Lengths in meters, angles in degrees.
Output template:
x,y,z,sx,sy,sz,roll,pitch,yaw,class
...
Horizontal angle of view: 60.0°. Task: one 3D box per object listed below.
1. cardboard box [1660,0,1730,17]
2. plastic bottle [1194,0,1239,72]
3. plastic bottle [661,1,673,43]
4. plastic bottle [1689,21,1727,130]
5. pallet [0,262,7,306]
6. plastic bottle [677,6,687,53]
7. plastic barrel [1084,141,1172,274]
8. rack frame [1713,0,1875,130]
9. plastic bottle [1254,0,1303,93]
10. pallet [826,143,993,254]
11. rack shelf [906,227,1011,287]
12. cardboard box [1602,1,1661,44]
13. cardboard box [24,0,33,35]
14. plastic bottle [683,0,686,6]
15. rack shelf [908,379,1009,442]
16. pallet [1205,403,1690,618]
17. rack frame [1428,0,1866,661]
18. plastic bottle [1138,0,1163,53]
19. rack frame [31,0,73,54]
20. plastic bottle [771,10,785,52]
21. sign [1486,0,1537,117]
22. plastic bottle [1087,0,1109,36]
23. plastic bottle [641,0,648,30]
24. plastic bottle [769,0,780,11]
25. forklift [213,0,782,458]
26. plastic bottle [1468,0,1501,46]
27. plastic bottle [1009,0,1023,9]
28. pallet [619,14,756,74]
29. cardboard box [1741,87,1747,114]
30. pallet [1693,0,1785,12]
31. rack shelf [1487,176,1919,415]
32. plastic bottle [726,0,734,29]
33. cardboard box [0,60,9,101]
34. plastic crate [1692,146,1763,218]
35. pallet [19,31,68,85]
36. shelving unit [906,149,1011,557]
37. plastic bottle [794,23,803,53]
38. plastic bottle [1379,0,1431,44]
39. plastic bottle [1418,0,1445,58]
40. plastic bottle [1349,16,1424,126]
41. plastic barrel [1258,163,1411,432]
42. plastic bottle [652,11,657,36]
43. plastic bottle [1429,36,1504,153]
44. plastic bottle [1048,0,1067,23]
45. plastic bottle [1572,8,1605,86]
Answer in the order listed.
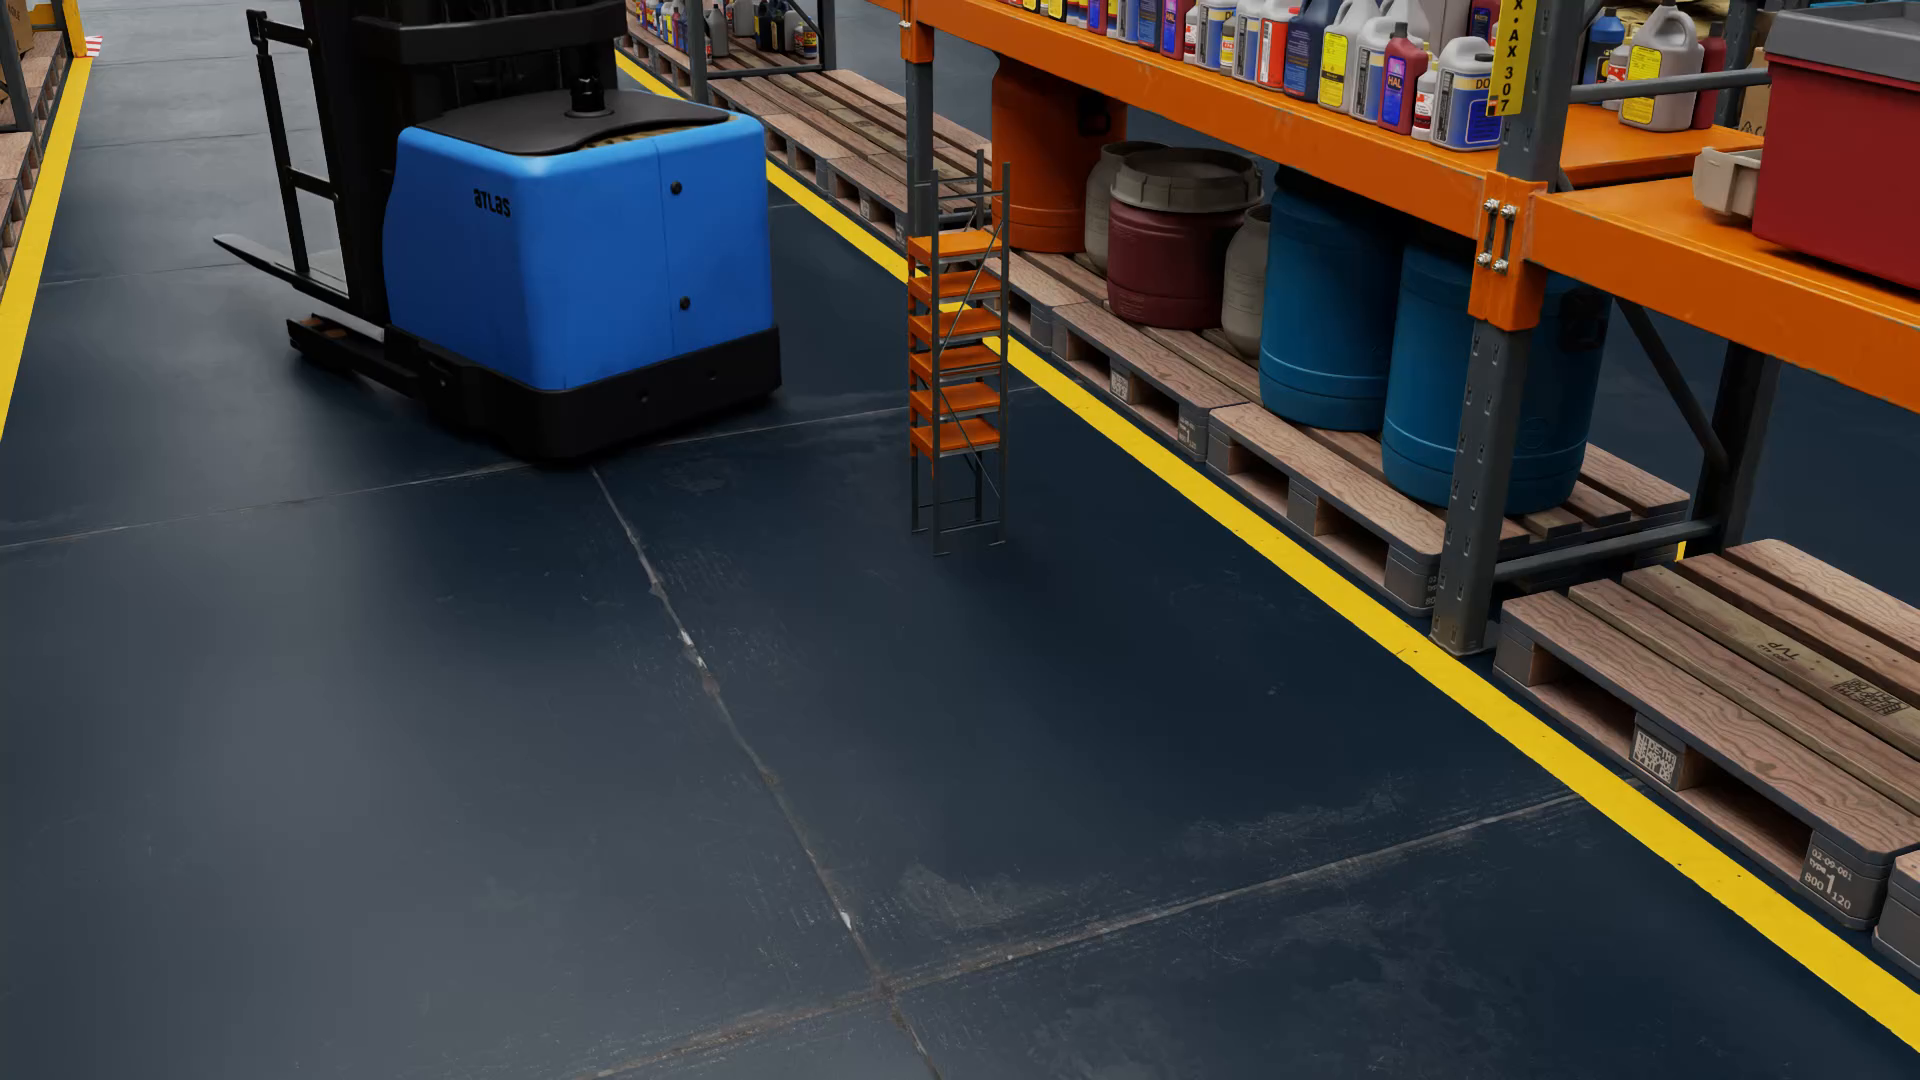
x,y,z,sx,sy,sz,roll,pitch,yaw,class
4.645,-3.270,10.544,0.500,0.311,0.500,-11,28,-22,cardboard box
0.864,-1.675,5.402,0.152,0.276,0.135,-11,28,-21,plastic bottle
-2.112,-3.816,12.249,0.152,0.276,0.135,-10,28,-20,plastic bottle
2.049,-1.297,4.620,0.061,0.283,0.133,-11,28,-21,plastic bottle
-4.628,-0.954,6.964,1.003,0.211,1.213,-11,28,-21,pallet
-1.925,-3.653,11.830,0.144,0.351,0.185,-12,29,-23,plastic bottle
0.744,-1.406,7.068,0.421,0.512,0.421,0,26,0,plastic barrel
4.793,-3.592,9.188,1.000,3.000,0.127,-11,28,-21,rack frame
1.008,-1.527,5.099,0.152,0.276,0.135,-11,28,-21,plastic bottle
-0.034,-1.809,8.714,1.003,0.211,1.213,-11,28,-21,pallet
-0.006,-0.829,4.860,0.258,0.103,0.180,-11,28,-21,rack shelf
4.152,-3.175,10.350,0.500,0.311,0.500,-11,28,-21,cardboard box
-7.227,-3.932,12.254,0.500,0.500,0.500,-5,27,-11,cardboard box
-2.014,-3.837,12.285,0.061,0.283,0.133,-11,28,-21,plastic bottle
-0.006,-0.397,5.071,0.258,0.103,0.180,-11,28,-21,rack shelf
1.536,-0.193,5.405,1.003,0.211,1.213,-11,28,-21,pallet
1.800,-1.128,4.141,1.000,3.000,0.127,-11,28,-21,rack frame
0.708,-1.865,5.707,0.144,0.351,0.185,-11,28,-21,plastic bottle
-7.457,-5.121,12.320,1.000,3.000,0.127,-11,28,-21,rack frame
-1.304,-3.646,11.892,0.061,0.283,0.133,-11,28,-21,plastic bottle
1.293,-1.158,3.888,0.100,0.325,0.005,-11,28,-21,sign
0.516,-1.985,6.031,0.061,0.283,0.133,-11,28,-21,plastic bottle
-2.404,-4.069,12.760,0.061,0.283,0.133,-10,28,-20,plastic bottle
-1.341,-3.838,12.210,0.144,0.351,0.185,-12,28,-23,plastic bottle
-2.083,-2.138,6.289,3.031,2.935,1.130,23,34,39,forklift
1.701,-1.655,5.354,0.061,0.283,0.133,-11,28,-21,plastic bottle
0.287,-2.270,6.621,0.152,0.276,0.135,-11,28,-21,plastic bottle
-2.039,-3.876,12.948,1.003,0.211,1.213,-11,28,-21,pallet
4.858,-2.807,10.236,0.500,0.250,0.500,-11,28,-21,cardboard box
7.487,-5.071,15.397,1.003,0.211,1.213,-11,28,-21,pallet
2.583,0.003,2.645,1.077,0.370,4.000,-11,28,-21,rack shelf
-1.756,-4.055,12.824,0.097,0.201,0.097,0,26,0,plastic bottle
-6.241,-2.970,10.284,0.500,0.500,0.500,-2,26,-4,cardboard box
1.851,-0.824,3.750,0.396,0.136,0.243,-11,28,-21,plastic crate
-7.141,-3.503,12.185,1.003,0.211,1.213,-11,28,-21,pallet
-0.006,-0.545,4.999,0.258,1.200,0.189,-11,28,-21,shelving unit
-1.134,-3.584,11.859,0.097,0.201,0.097,0,26,0,plastic bottle
1.272,-1.445,4.847,0.144,0.351,0.185,-11,28,-21,plastic bottle
1.467,-1.672,5.397,0.152,0.276,0.135,-11,28,-21,plastic bottle
1.205,-1.323,4.682,0.152,0.276,0.135,-11,28,-21,plastic bottle
1.325,-0.882,5.550,0.600,0.901,0.708,-11,28,-21,plastic barrel
-2.264,-3.908,12.523,0.097,0.201,0.097,0,26,0,plastic bottle
1.348,-1.175,4.380,0.152,0.276,0.135,-11,28,-21,plastic bottle
0.388,-2.118,6.302,0.061,0.283,0.133,-11,28,-21,plastic bottle
1.826,-1.472,4.987,0.152,0.276,0.135,-11,28,-21,plastic bottle
